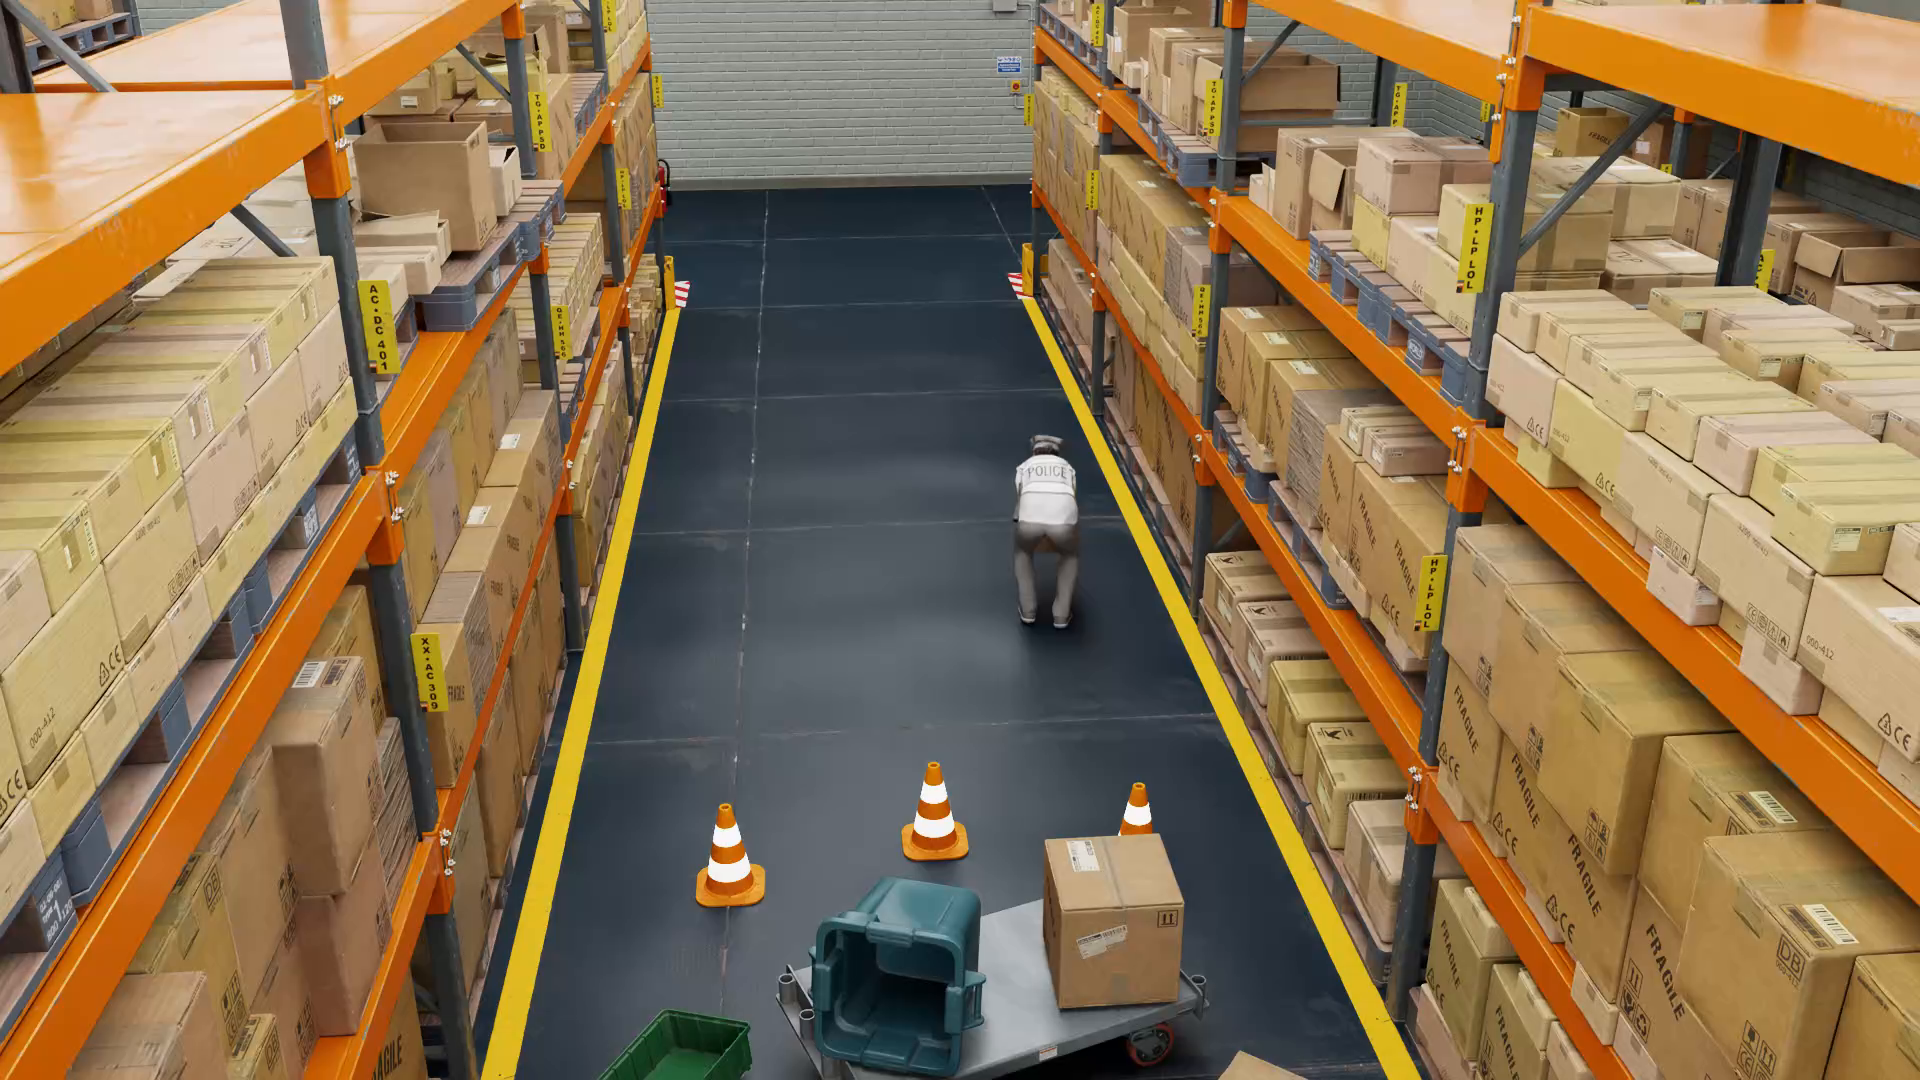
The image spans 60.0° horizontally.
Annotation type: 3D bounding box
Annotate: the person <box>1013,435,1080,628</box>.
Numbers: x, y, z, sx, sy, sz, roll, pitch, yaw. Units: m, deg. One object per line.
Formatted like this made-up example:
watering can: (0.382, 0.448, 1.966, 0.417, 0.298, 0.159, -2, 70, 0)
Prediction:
person: (0.571, -0.059, 10.915, 0.440, 1.117, 0.930, 2, 24, 3)
